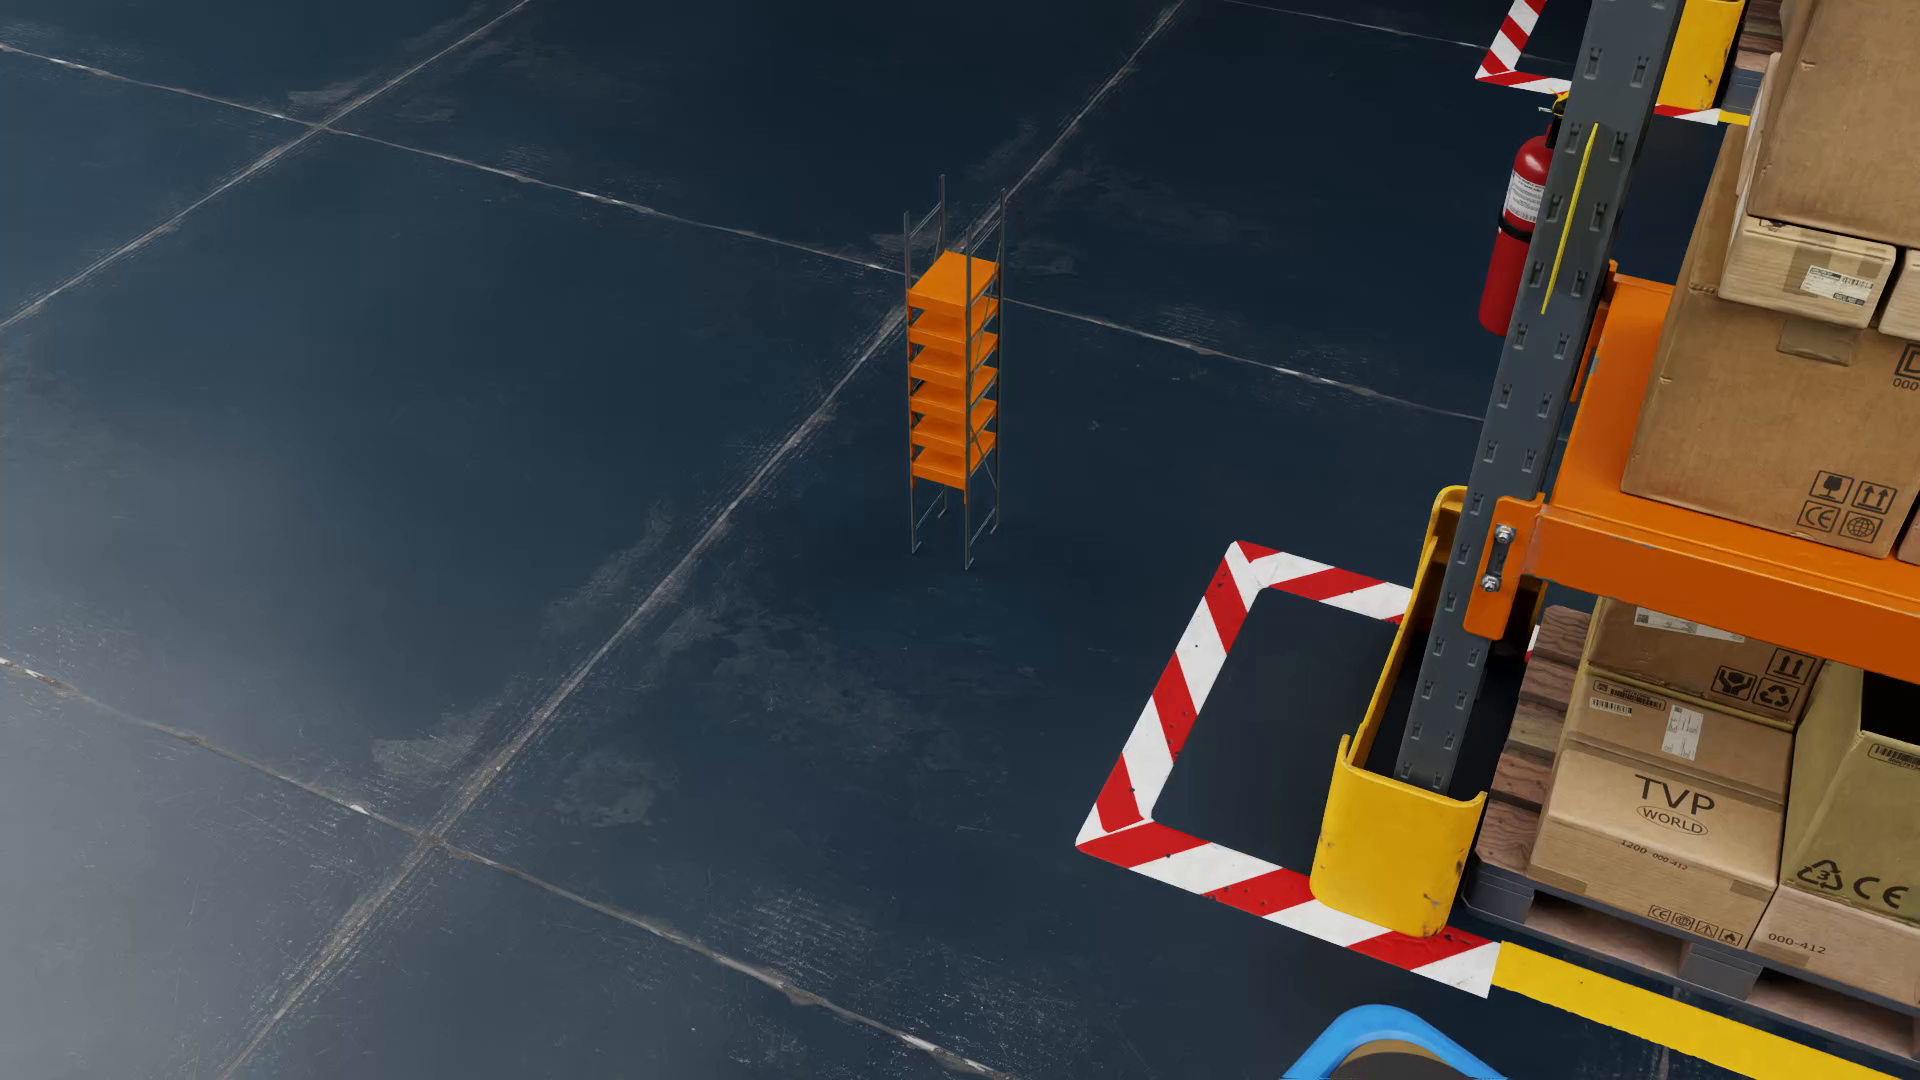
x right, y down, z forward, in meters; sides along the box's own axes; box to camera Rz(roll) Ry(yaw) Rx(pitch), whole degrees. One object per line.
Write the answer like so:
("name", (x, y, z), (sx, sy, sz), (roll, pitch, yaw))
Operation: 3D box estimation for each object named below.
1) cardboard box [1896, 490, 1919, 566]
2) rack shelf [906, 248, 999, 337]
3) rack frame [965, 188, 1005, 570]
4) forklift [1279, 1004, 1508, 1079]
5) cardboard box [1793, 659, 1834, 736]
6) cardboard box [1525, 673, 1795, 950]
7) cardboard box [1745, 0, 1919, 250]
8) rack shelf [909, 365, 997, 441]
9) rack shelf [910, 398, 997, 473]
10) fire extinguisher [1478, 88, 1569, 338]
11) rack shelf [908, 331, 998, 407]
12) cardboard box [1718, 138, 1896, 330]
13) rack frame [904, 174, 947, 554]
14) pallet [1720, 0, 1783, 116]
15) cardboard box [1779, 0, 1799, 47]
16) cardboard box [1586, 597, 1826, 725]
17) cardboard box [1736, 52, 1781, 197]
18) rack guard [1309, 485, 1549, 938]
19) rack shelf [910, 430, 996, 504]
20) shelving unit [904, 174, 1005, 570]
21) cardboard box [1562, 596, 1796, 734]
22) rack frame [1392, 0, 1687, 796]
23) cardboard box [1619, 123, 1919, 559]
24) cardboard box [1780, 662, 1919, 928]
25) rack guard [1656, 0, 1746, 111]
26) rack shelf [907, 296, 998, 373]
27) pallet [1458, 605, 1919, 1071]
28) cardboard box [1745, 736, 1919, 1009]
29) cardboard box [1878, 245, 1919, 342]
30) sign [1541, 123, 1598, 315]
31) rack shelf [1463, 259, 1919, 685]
("cardboard box", (2.188, -0.280, 3.206), (0.500, 0.500, 0.700), (18, 44, 20))
("rack shelf", (-0.013, -0.696, 4.655), (0.180, 0.103, 0.258), (17, 44, 19))
("rack frame", (0.070, -0.432, 4.832), (0.006, 1.200, 0.240), (17, 44, 19))
("forklift", (1.406, 1.349, 1.456), (3.031, 2.935, 1.130), (33, 50, 32))
("cardboard box", (2.362, 0.463, 4.204), (0.500, 0.250, 0.500), (17, 44, 19))
("cardboard box", (1.684, 0.639, 4.001), (0.500, 0.250, 0.500), (17, 44, 19))
("cardboard box", (1.758, -0.898, 2.929), (0.500, 0.500, 0.700), (17, 44, 19))
("rack shelf", (-0.013, -0.424, 4.891), (0.180, 0.103, 0.258), (17, 44, 19))
("rack shelf", (-0.013, -0.333, 4.969), (0.180, 0.103, 0.258), (17, 44, 19))
("fire extinguisher", (1.382, -0.801, 3.943), (0.183, 0.674, 0.296), (17, 44, 19))
("rack shelf", (-0.013, -0.514, 4.812), (0.180, 0.103, 0.258), (17, 44, 19))
("cardboard box", (1.557, -0.568, 3.044), (0.250, 0.149, 0.380), (17, 44, 18))
("rack frame", (-0.096, -0.483, 4.891), (0.006, 1.200, 0.240), (17, 44, 19))
("pallet", (4.174, -2.142, 7.560), (1.213, 0.211, 1.003), (17, 44, 19))
("cardboard box", (3.973, -2.368, 7.409), (0.500, 0.311, 0.500), (12, 42, 14))
("cardboard box", (1.904, 0.047, 4.111), (0.500, 0.500, 0.500), (17, 44, 19))
("cardboard box", (1.719, -0.812, 3.325), (0.250, 0.149, 0.380), (16, 44, 18))
("rack guard", (1.271, 0.416, 4.388), (0.348, 0.500, 1.175), (17, 44, 19))
("rack shelf", (-0.013, -0.242, 5.048), (0.180, 0.103, 0.258), (17, 44, 19))
("shelving unit", (-0.013, -0.457, 4.862), (0.189, 1.200, 0.258), (17, 44, 19))
("cardboard box", (1.903, 0.332, 4.356), (0.500, 0.250, 0.500), (17, 44, 19))
("rack frame", (1.292, -0.522, 3.562), (0.127, 3.000, 1.000), (17, 44, 19))
("cardboard box", (1.710, -0.423, 3.371), (0.500, 0.500, 0.700), (17, 44, 19))
("cardboard box", (2.138, 0.493, 3.597), (0.500, 0.500, 0.500), (17, 44, 19))
("rack guard", (3.452, -2.497, 7.749), (0.348, 0.500, 1.175), (17, 44, 19))
("rack shelf", (-0.013, -0.605, 4.734), (0.180, 0.103, 0.258), (17, 44, 19))
("pallet", (2.003, 0.719, 4.259), (1.213, 0.211, 1.003), (17, 44, 19))
("cardboard box", (2.139, 0.776, 3.844), (0.500, 0.250, 0.500), (17, 44, 19))
("cardboard box", (1.797, -0.497, 2.961), (0.250, 0.149, 0.380), (16, 43, 18))
("sign", (1.052, -0.551, 2.874), (0.005, 0.325, 0.100), (17, 44, 19))
("rack shelf", (3.105, 0.304, 3.158), (4.000, 0.370, 1.077), (17, 44, 19))
